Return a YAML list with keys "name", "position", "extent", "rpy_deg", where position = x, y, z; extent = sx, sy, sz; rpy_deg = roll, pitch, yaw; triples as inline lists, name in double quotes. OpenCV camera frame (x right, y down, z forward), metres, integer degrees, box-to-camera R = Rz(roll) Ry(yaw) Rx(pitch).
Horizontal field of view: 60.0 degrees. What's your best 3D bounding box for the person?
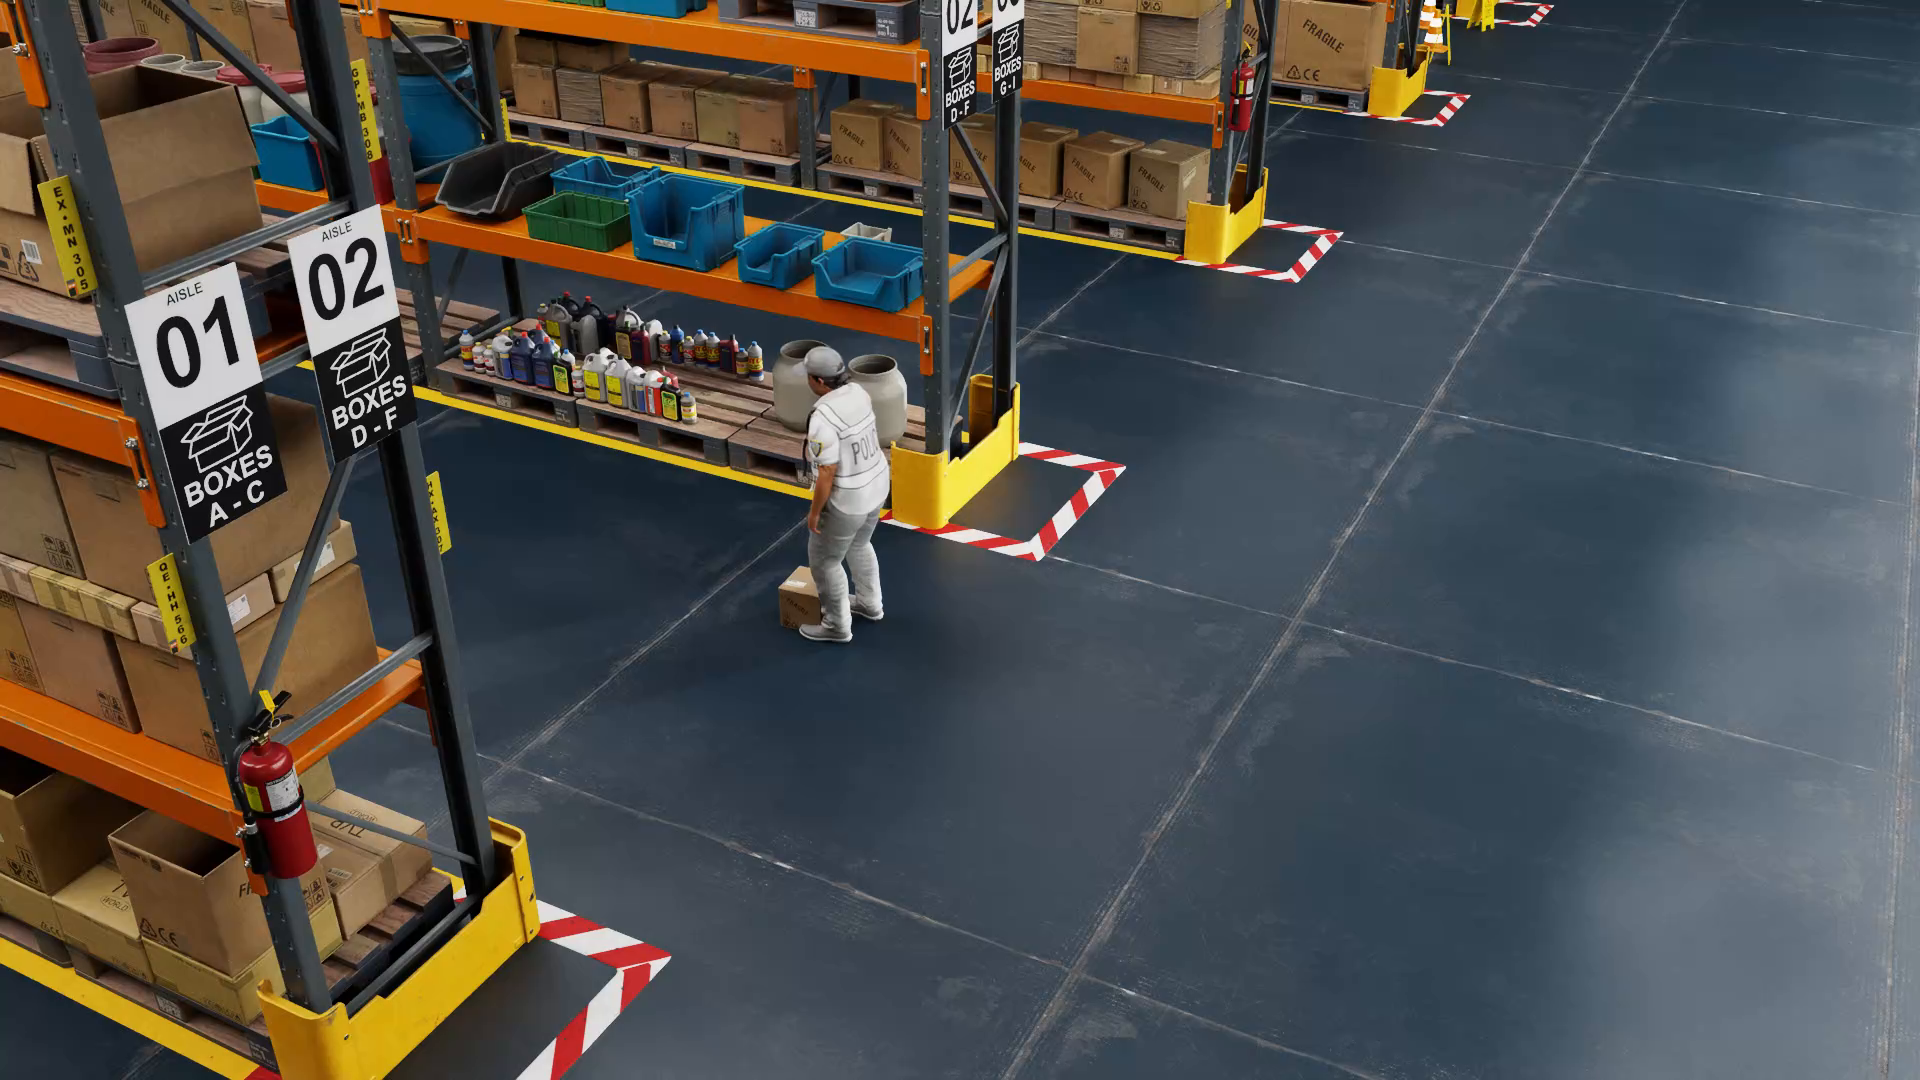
- name: "person"
  position: [-0.620, -0.234, 8.678]
  extent: [0.465, 1.666, 0.538]
  rpy_deg: [15, 33, 24]
